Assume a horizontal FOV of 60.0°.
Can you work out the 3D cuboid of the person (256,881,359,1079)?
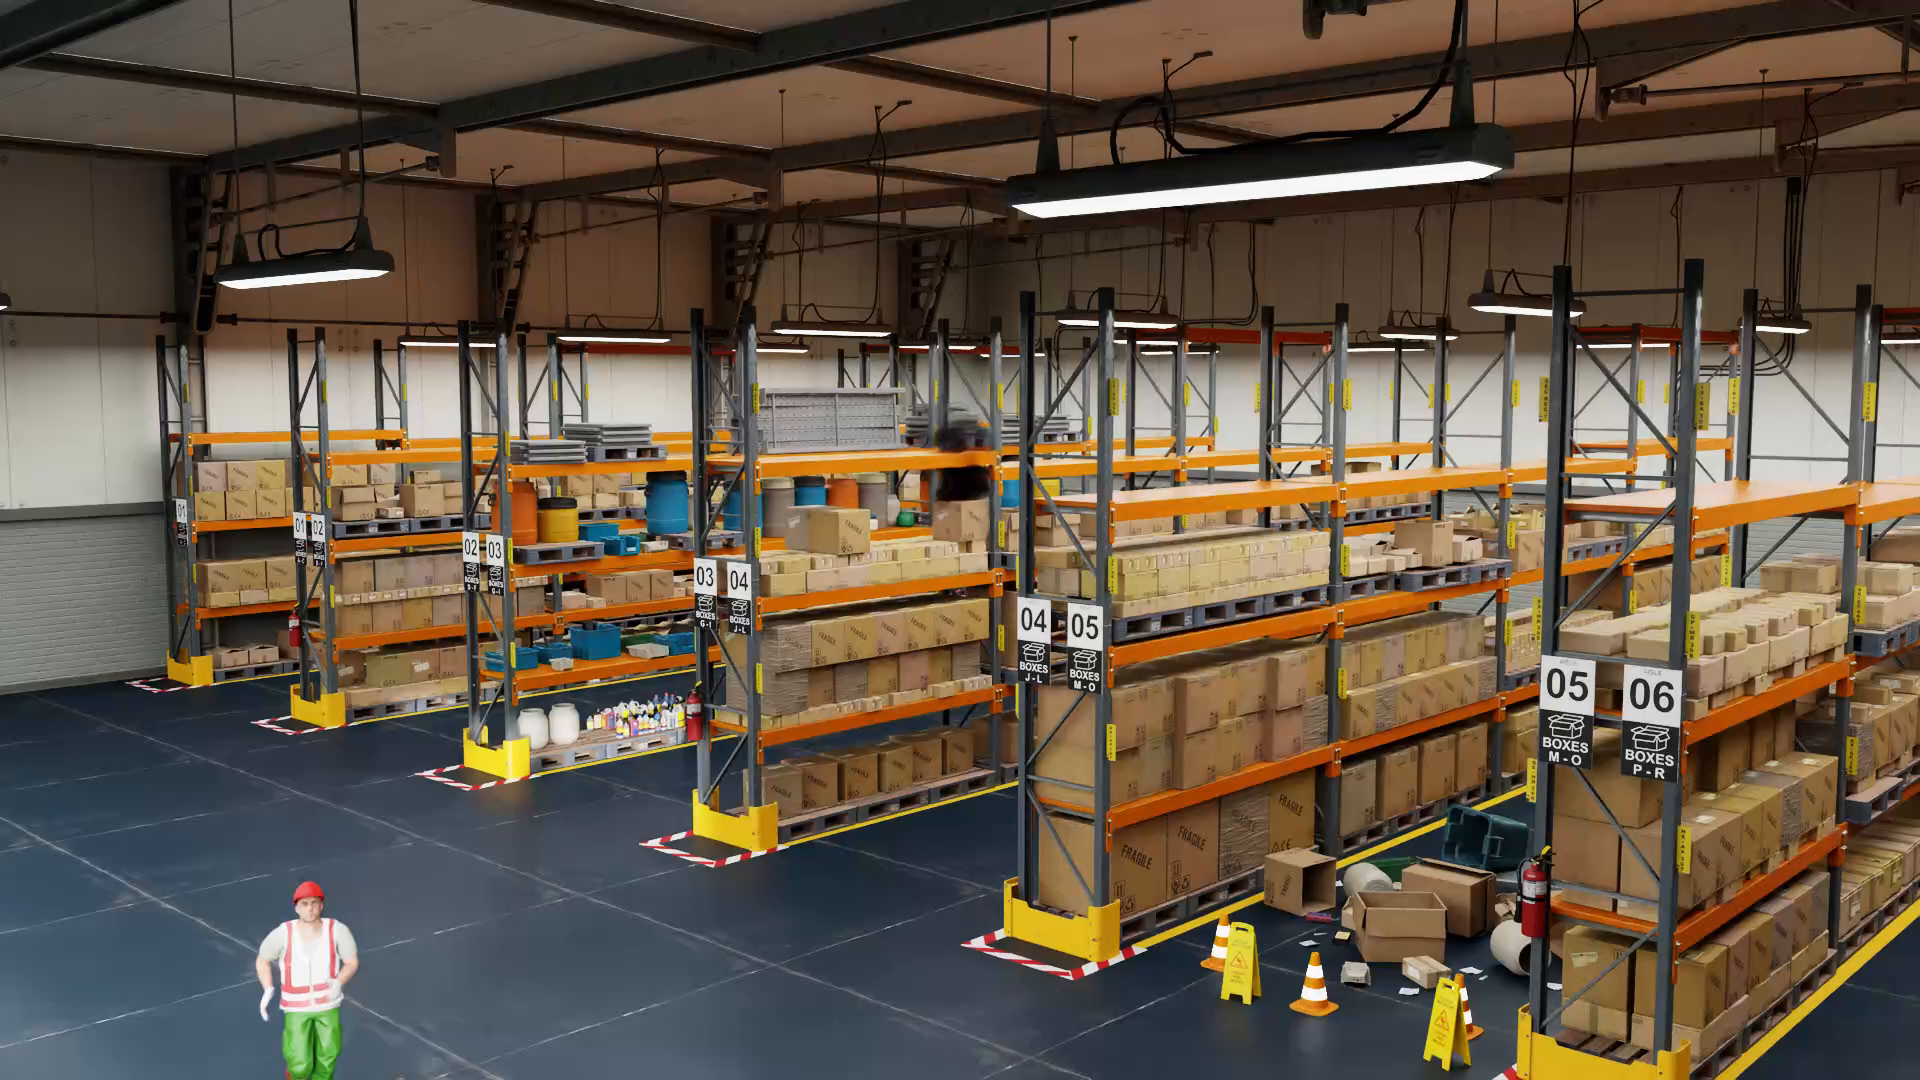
[{"bbox_3d":[-4.458,3.221,11.431,0.652,1.740,0.581,-3,6,-26],"label":"person"}]
